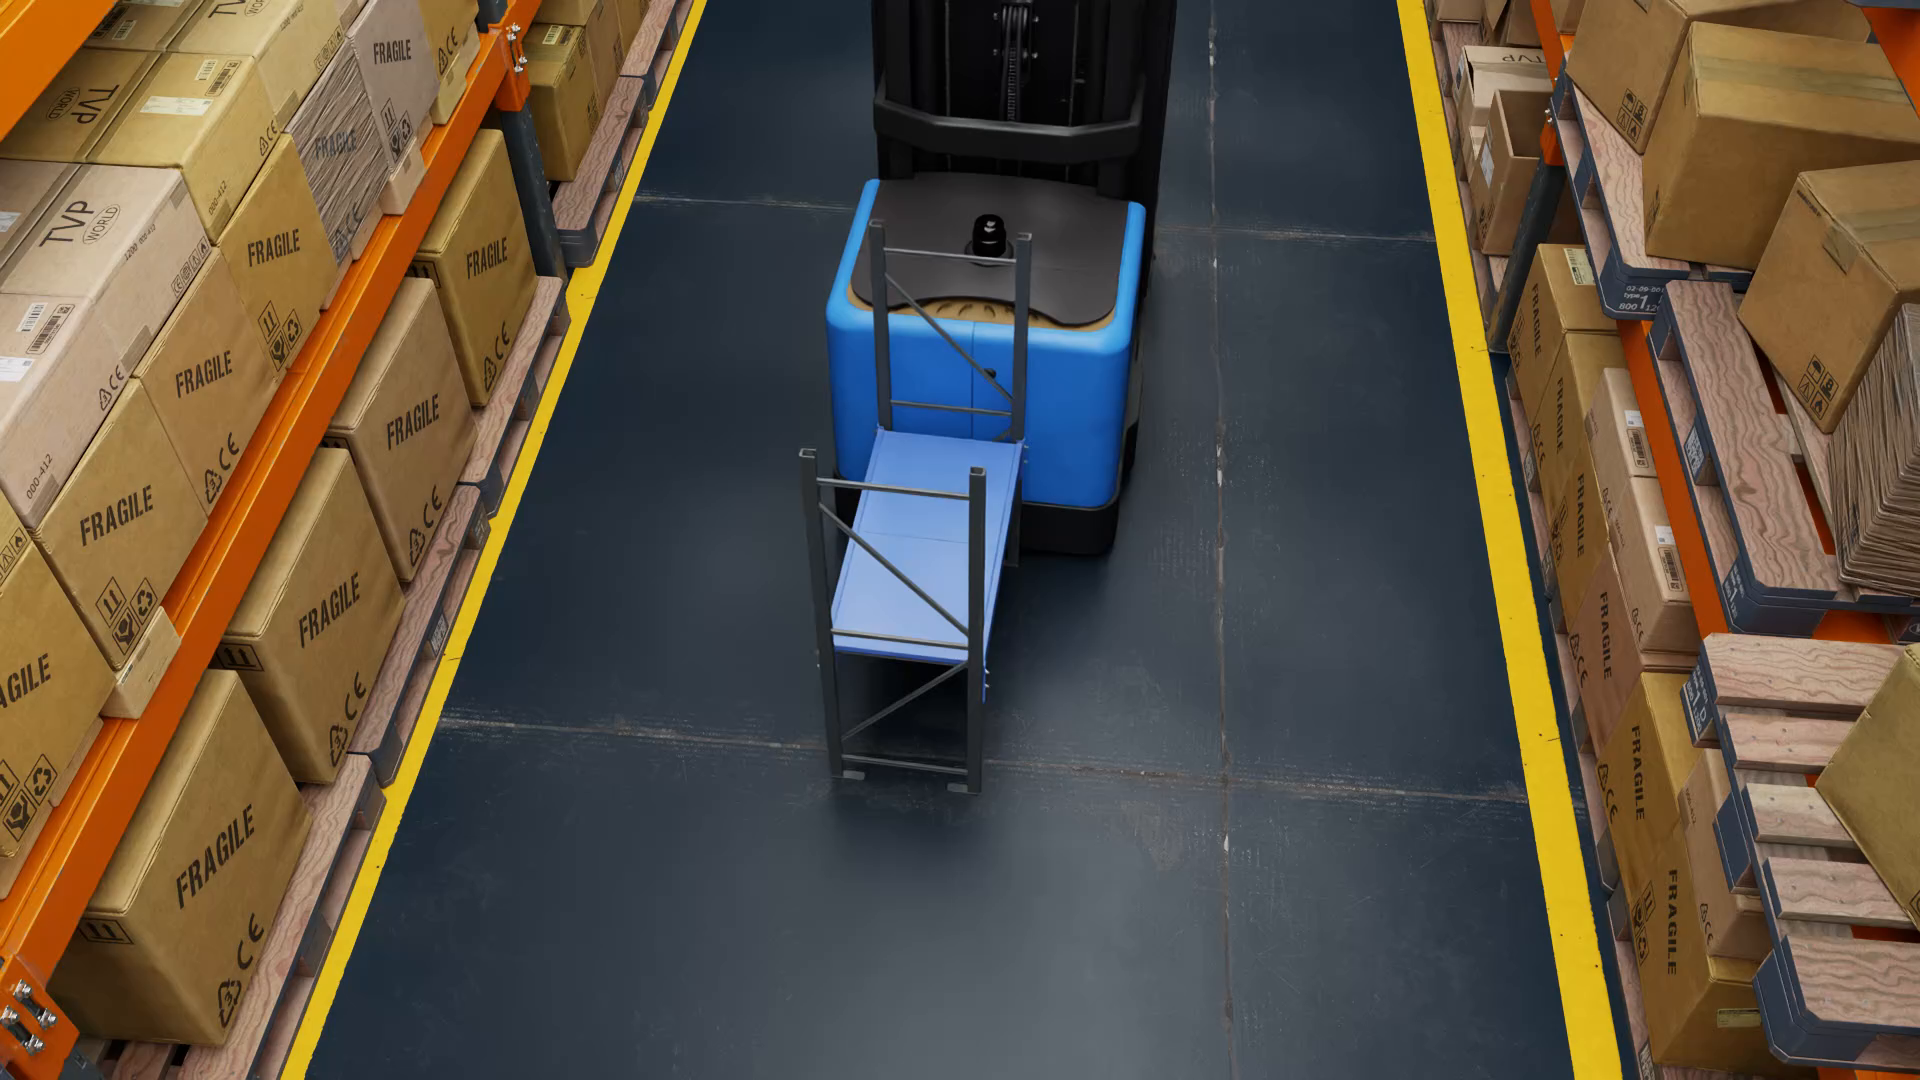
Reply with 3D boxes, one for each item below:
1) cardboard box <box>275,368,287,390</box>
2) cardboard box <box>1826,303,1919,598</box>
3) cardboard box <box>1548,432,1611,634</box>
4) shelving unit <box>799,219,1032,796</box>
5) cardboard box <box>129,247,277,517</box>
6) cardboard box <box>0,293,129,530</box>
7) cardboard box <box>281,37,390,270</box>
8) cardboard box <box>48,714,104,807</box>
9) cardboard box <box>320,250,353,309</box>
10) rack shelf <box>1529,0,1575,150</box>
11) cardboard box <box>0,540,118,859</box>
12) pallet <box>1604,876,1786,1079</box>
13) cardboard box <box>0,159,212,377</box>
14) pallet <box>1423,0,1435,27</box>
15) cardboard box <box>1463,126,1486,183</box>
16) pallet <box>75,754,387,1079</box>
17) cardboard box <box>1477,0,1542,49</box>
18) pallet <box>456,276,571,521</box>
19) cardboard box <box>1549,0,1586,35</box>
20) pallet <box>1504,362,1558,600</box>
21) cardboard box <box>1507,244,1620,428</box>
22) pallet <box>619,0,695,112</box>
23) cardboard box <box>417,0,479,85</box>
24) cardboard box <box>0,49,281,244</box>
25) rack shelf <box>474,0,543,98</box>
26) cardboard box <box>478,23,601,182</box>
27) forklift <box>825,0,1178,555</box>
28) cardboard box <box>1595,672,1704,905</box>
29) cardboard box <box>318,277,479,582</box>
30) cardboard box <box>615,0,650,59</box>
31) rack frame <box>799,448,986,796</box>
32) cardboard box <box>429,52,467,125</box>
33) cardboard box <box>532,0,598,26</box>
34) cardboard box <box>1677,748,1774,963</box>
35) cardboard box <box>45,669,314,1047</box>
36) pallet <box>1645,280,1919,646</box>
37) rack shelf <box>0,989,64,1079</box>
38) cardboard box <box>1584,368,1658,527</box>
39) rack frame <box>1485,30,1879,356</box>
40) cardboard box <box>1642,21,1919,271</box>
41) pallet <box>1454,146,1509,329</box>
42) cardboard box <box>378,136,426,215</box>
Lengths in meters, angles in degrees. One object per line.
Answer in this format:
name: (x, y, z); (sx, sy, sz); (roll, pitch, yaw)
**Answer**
cardboard box: (-2.191, -0.469, 4.803); (0.380, 0.149, 0.250); (4, 48, 4)
cardboard box: (2.571, -0.167, 4.018); (0.700, 0.500, 0.500); (12, 49, 11)
cardboard box: (2.340, -0.008, 5.620); (0.500, 0.500, 0.500); (4, 48, 4)
shelving unit: (-0.105, -0.072, 5.299); (0.538, 1.500, 1.048); (6, 48, 6)
cardboard box: (-2.178, -0.422, 4.320); (0.500, 0.500, 0.500); (4, 48, 3)
cardboard box: (-2.234, -0.298, 3.699); (0.500, 0.250, 0.500); (3, 48, 3)
cardboard box: (-2.098, -1.173, 5.007); (0.500, 0.500, 0.500); (4, 48, 4)
cardboard box: (-2.288, 0.474, 3.940); (0.380, 0.149, 0.250); (4, 48, 4)
cardboard box: (-2.125, -0.856, 5.157); (0.380, 0.149, 0.250); (3, 48, 2)
rack shelf: (2.899, -3.029, 7.475); (1.077, 0.370, 4.000); (4, 48, 4)
cardboard box: (-2.282, 0.327, 3.636); (0.500, 0.500, 0.500); (5, 48, 5)
pallet: (2.458, 1.533, 4.705); (1.003, 0.211, 1.213); (4, 48, 4)
cardboard box: (-2.193, -0.666, 4.035); (0.500, 0.250, 0.500); (4, 48, 4)
pallet: (3.003, -3.158, 8.996); (1.003, 0.211, 1.213); (4, 48, 4)
cardboard box: (2.461, -1.705, 7.411); (0.380, 0.149, 0.250); (4, 48, 4)
pallet: (-2.434, 1.174, 5.033); (1.003, 0.211, 1.213); (4, 48, 4)
cardboard box: (2.883, -2.489, 7.887); (0.797, 0.503, 0.637); (4, 48, 4)
pallet: (-2.211, -0.619, 6.673); (1.003, 0.211, 1.213); (4, 48, 4)
cardboard box: (2.507, -2.220, 6.180); (0.500, 0.500, 0.500); (5, 48, 4)
pallet: (2.681, -0.260, 6.345); (1.003, 0.211, 1.213); (4, 48, 4)
cardboard box: (2.430, -0.767, 6.315); (0.500, 0.500, 0.500); (2, 48, 2)
pallet: (-1.960, -2.643, 8.525); (1.003, 0.211, 1.213); (4, 48, 4)
cardboard box: (-2.007, -1.917, 5.687); (0.500, 0.500, 0.500); (3, 48, 3)
cardboard box: (-2.152, -1.041, 4.378); (0.500, 0.250, 0.500); (3, 48, 3)
rack shelf: (-2.034, -3.359, 7.777); (1.077, 0.370, 4.000); (4, 48, 4)
cardboard box: (-2.046, -1.973, 7.431); (0.700, 0.500, 0.500); (4, 48, 4)
forklift: (0.262, -2.036, 6.126); (1.130, 2.935, 3.031); (6, 48, 6)
cardboard box: (2.252, 0.749, 4.928); (0.500, 0.500, 0.500); (2, 48, 2)
cardboard box: (-2.224, -0.409, 5.763); (0.750, 0.750, 0.750); (5, 48, 5)
cardboard box: (-1.948, -2.719, 8.113); (0.700, 0.500, 0.500); (5, 48, 4)
rack frame: (-0.179, 0.299, 4.960); (0.500, 1.500, 0.032); (6, 48, 6)
cardboard box: (-1.965, -1.600, 5.837); (0.380, 0.149, 0.250); (5, 48, 4)
cardboard box: (-1.833, -2.431, 7.411); (0.380, 0.149, 0.250); (5, 48, 5)
cardboard box: (2.205, 0.835, 4.341); (0.500, 0.250, 0.500); (6, 48, 5)
cardboard box: (-2.383, 0.859, 4.603); (0.750, 0.750, 0.750); (3, 48, 3)
pallet: (2.525, -0.227, 4.555); (1.003, 0.211, 1.213); (4, 48, 4)
rack shelf: (-2.763, 2.520, 2.400); (1.077, 0.370, 4.000); (4, 48, 4)
cardboard box: (2.339, -0.286, 5.366); (0.500, 0.250, 0.500); (4, 48, 4)
rack frame: (2.717, -1.802, 5.865); (1.000, 3.000, 0.127); (4, 48, 4)
cardboard box: (2.452, -1.135, 4.903); (0.700, 0.500, 0.500); (11, 48, 10)
pallet: (2.781, -1.365, 7.356); (1.003, 0.211, 1.213); (4, 48, 4)
cardboard box: (-1.999, -1.214, 5.484); (0.380, 0.149, 0.250); (4, 48, 4)
